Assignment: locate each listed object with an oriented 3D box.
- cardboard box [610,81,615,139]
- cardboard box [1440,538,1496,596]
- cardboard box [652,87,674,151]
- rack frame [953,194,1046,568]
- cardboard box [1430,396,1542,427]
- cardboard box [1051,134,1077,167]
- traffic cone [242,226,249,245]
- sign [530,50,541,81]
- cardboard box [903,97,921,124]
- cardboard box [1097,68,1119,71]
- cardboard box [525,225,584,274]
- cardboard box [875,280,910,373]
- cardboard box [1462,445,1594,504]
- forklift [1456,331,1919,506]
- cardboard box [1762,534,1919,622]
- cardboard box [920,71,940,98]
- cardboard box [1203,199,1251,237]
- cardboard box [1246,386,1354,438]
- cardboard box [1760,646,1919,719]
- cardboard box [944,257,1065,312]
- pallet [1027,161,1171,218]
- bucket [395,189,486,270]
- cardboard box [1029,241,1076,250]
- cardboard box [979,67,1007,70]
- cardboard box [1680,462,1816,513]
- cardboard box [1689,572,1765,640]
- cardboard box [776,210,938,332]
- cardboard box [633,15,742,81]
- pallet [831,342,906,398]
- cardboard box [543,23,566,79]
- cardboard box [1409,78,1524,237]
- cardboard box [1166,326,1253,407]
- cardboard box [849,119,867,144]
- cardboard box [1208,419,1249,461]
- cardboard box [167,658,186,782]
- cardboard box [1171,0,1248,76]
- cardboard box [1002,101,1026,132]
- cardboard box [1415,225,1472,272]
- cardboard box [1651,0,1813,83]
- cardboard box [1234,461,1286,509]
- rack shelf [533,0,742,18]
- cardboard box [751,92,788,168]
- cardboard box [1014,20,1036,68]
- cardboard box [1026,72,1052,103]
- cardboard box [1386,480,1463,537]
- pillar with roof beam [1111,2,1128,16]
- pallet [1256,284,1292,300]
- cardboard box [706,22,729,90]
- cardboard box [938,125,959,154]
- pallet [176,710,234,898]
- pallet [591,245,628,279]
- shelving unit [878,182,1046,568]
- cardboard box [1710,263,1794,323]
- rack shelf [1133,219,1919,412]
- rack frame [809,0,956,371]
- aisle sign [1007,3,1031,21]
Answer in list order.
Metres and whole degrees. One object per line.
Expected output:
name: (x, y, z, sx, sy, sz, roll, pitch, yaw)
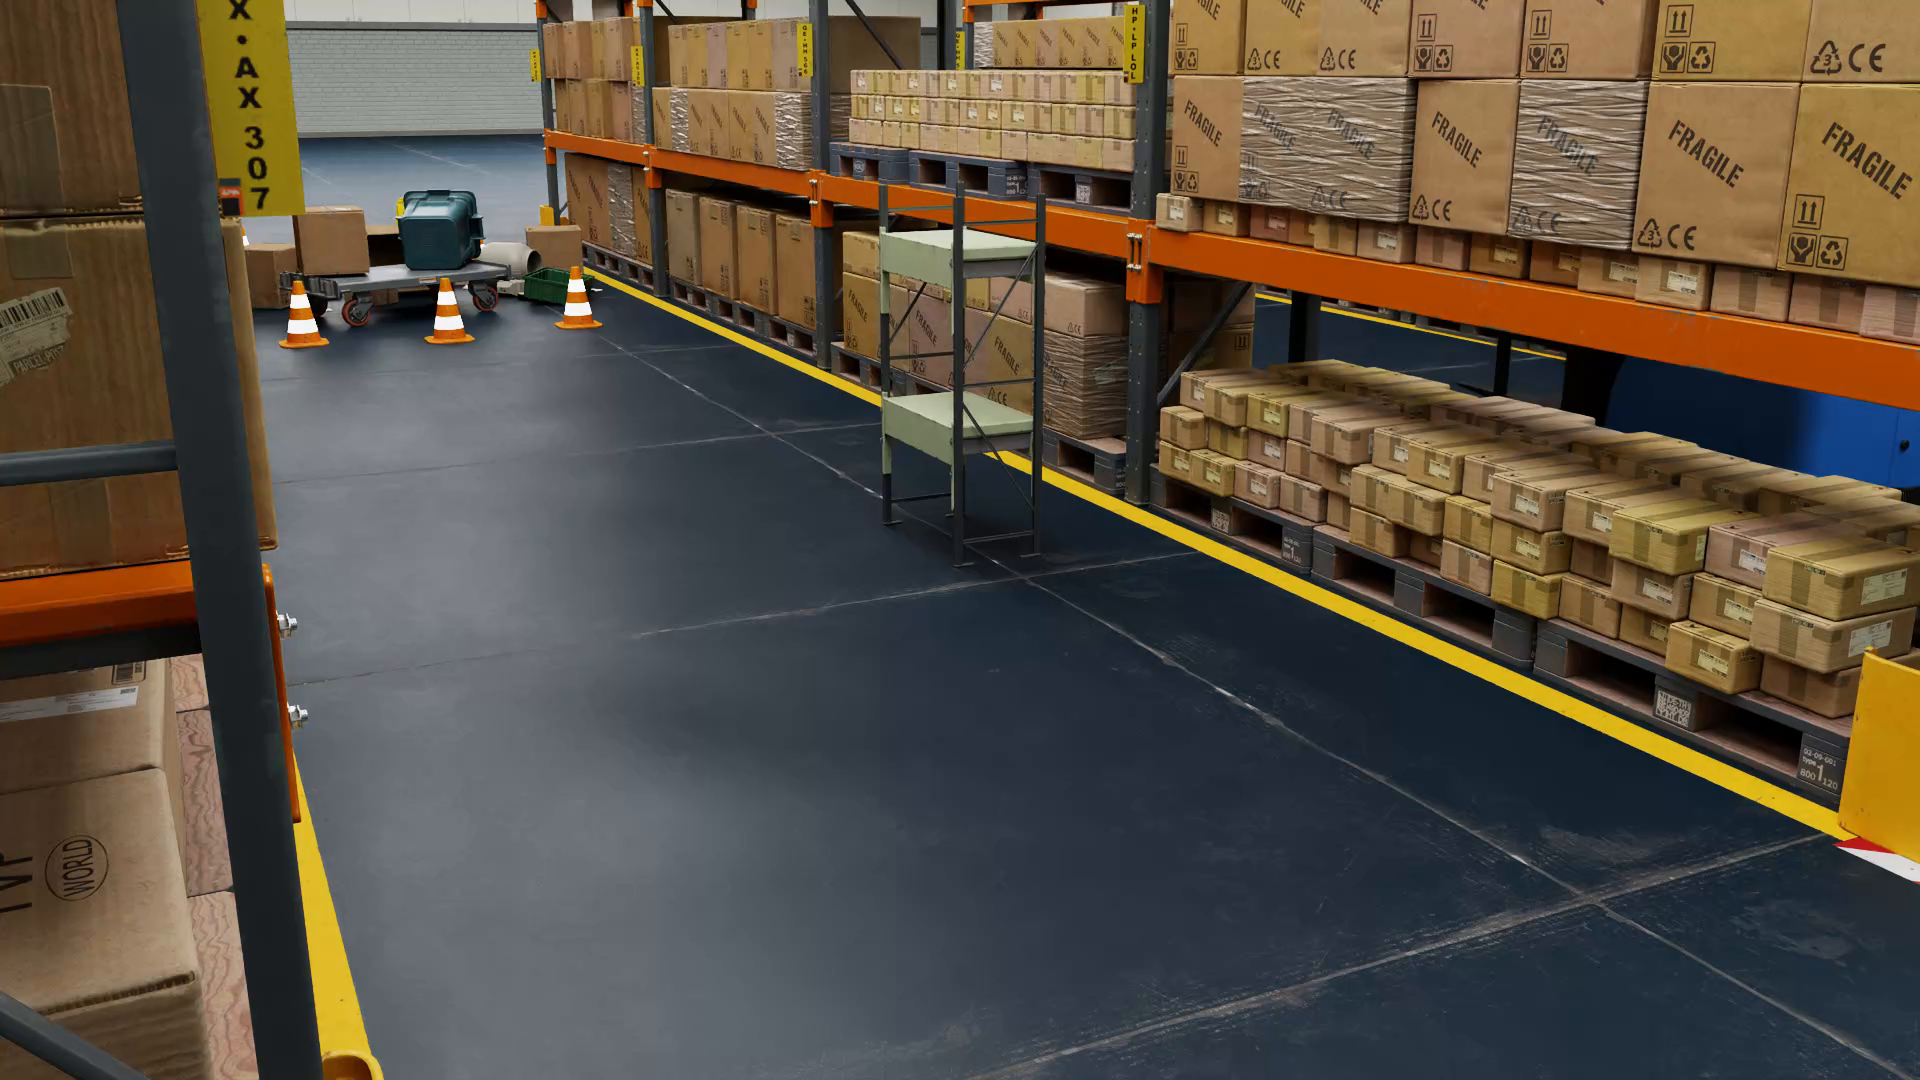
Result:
cardboard box: (-2.815, -4.097, 15.817, 0.875, 0.550, 0.550, -8, 18, -25)
cardboard box: (1.957, 0.073, 5.967, 0.380, 0.149, 0.250, -7, 18, -24)
cardboard box: (-2.262, -3.538, 13.961, 0.500, 0.500, 0.500, -7, 18, -24)
rack frame: (0.157, -0.632, 6.733, 0.400, 1.500, 0.023, -8, 18, -25)
cardboard box: (2.153, -0.481, 6.817, 0.380, 0.149, 0.250, -9, 18, -28)
cardboard box: (0.681, -1.951, 8.307, 0.380, 0.149, 0.250, -8, 18, -25)
traffic cone: (-7.060, -2.852, 16.348, 0.336, 0.463, 0.334, -8, 18, -25)
sign: (-4.504, -5.033, 17.640, 0.100, 0.325, 0.005, -8, 18, -25)
cardboard box: (-0.115, -2.546, 9.839, 0.380, 0.149, 0.250, -8, 18, -25)
cardboard box: (1.924, -4.666, 17.350, 0.875, 0.500, 0.500, -8, 18, -25)
cardboard box: (-3.853, -2.714, 15.796, 0.500, 0.500, 0.500, -5, 17, -15)
cardboard box: (-0.194, -1.331, 10.221, 0.500, 0.500, 0.500, -7, 18, -24)
cardboard box: (2.021, -0.224, 5.923, 0.380, 0.149, 0.250, -8, 18, -27)
forklift: (3.210, -1.692, 7.832, 1.130, 2.935, 3.031, -7, 17, -22)
cardboard box: (2.547, 0.104, 4.778, 0.380, 0.149, 0.250, -7, 18, -24)
cardboard box: (-0.010, -2.630, 9.593, 0.380, 0.149, 0.250, -7, 17, -22)
cardboard box: (1.264, -1.384, 7.090, 0.380, 0.149, 0.250, -7, 17, -23)
cardboard box: (1.442, -0.544, 7.037, 0.380, 0.149, 0.250, -8, 18, -26)
cardboard box: (2.589, 0.386, 4.876, 0.380, 0.149, 0.250, -7, 18, -24)
cardboard box: (0.243, -1.443, 9.251, 0.500, 0.250, 0.500, -9, 18, -27)
pallet: (1.050, -1.784, 8.378, 1.003, 0.211, 1.213, -8, 18, -25)
bucket: (-4.382, -2.565, 13.931, 0.726, 0.611, 0.620, -2, 26, -6)
cardboard box: (0.477, -1.632, 9.911, 0.500, 0.250, 0.500, -7, 18, -24)
cardboard box: (0.717, -5.271, 19.458, 0.875, 0.500, 0.500, -8, 18, -25)
cardboard box: (2.676, -0.149, 5.661, 0.380, 0.149, 0.250, -9, 18, -28)
cardboard box: (2.453, 0.180, 5.052, 0.380, 0.149, 0.250, -8, 18, -26)
cardboard box: (-0.684, -1.944, 11.902, 1.050, 0.750, 0.750, -8, 18, -26)
cardboard box: (-2.381, -4.340, 14.706, 0.875, 0.550, 0.550, -8, 18, -25)
pallet: (-0.157, -1.127, 10.795, 1.003, 0.211, 1.213, -8, 18, -25)
cardboard box: (-3.875, -5.139, 17.492, 0.875, 0.550, 0.550, -8, 18, -25)
cardboard box: (1.918, -1.327, 5.715, 0.500, 0.500, 0.500, -7, 17, -22)
cardboard box: (1.169, -0.885, 8.667, 0.500, 0.500, 0.500, -7, 17, -23)
cardboard box: (-0.483, -2.607, 10.591, 0.380, 0.149, 0.250, -8, 18, -26)
cardboard box: (1.317, -0.463, 7.295, 0.380, 0.149, 0.250, -8, 18, -25)
cardboard box: (-2.580, 0.374, 4.393, 0.875, 0.438, 0.875, -8, 18, -27)
cardboard box: (1.233, -2.200, 6.945, 0.500, 0.500, 0.500, -7, 18, -24)
cardboard box: (0.444, -2.227, 8.729, 0.380, 0.149, 0.250, -9, 18, -28)
cardboard box: (1.864, -1.057, 5.952, 0.380, 0.149, 0.250, -7, 17, -23)
cardboard box: (2.361, -1.558, 4.709, 0.500, 0.500, 0.500, -8, 18, -27)
cardboard box: (1.397, -0.250, 7.092, 0.380, 0.149, 0.250, -8, 18, -25)
rack shelf: (-3.126, -5.245, 15.956, 1.077, 0.370, 4.000, -8, 18, -25)
cardboard box: (-1.154, -2.912, 11.780, 0.500, 0.500, 0.500, -8, 18, -25)
cardboard box: (0.929, -5.473, 18.351, 0.500, 0.500, 0.500, -8, 18, -25)
cardboard box: (0.558, -2.308, 8.472, 0.380, 0.149, 0.250, -8, 18, -25)
cardboard box: (1.810, -0.135, 6.150, 0.380, 0.149, 0.250, -7, 18, -24)
pillar with roof beam: (0.559, -15.260, 44.114, 9.100, 9.000, 0.400, -8, 18, -25)
pallet: (3.134, -2.391, 15.201, 1.003, 0.211, 1.213, -8, 18, -25)
cardboard box: (-1.579, -3.807, 13.084, 0.700, 0.500, 0.500, -7, 18, -24)
cardboard box: (0.099, -2.278, 9.446, 0.380, 0.149, 0.250, -7, 18, -24)
pallet: (-2.350, 0.795, 4.097, 1.003, 0.211, 1.213, -8, 18, -25)
pallet: (-3.051, -2.814, 16.673, 1.003, 0.211, 1.213, -8, 18, -25)
shelving unit: (-0.003, -0.723, 7.050, 0.431, 1.500, 0.755, -8, 18, -25)
cardboard box: (2.411, -0.730, 4.812, 0.380, 0.149, 0.250, -8, 18, -25)
rack shelf: (2.131, -0.828, 6.001, 1.077, 0.370, 4.000, -8, 18, -25)
rack frame: (-0.498, -2.661, 11.086, 1.000, 3.000, 0.127, -8, 18, -25)
aisle sign: (0.743, -6.520, 19.821, 0.394, 0.787, 0.004, -8, 18, -25)
